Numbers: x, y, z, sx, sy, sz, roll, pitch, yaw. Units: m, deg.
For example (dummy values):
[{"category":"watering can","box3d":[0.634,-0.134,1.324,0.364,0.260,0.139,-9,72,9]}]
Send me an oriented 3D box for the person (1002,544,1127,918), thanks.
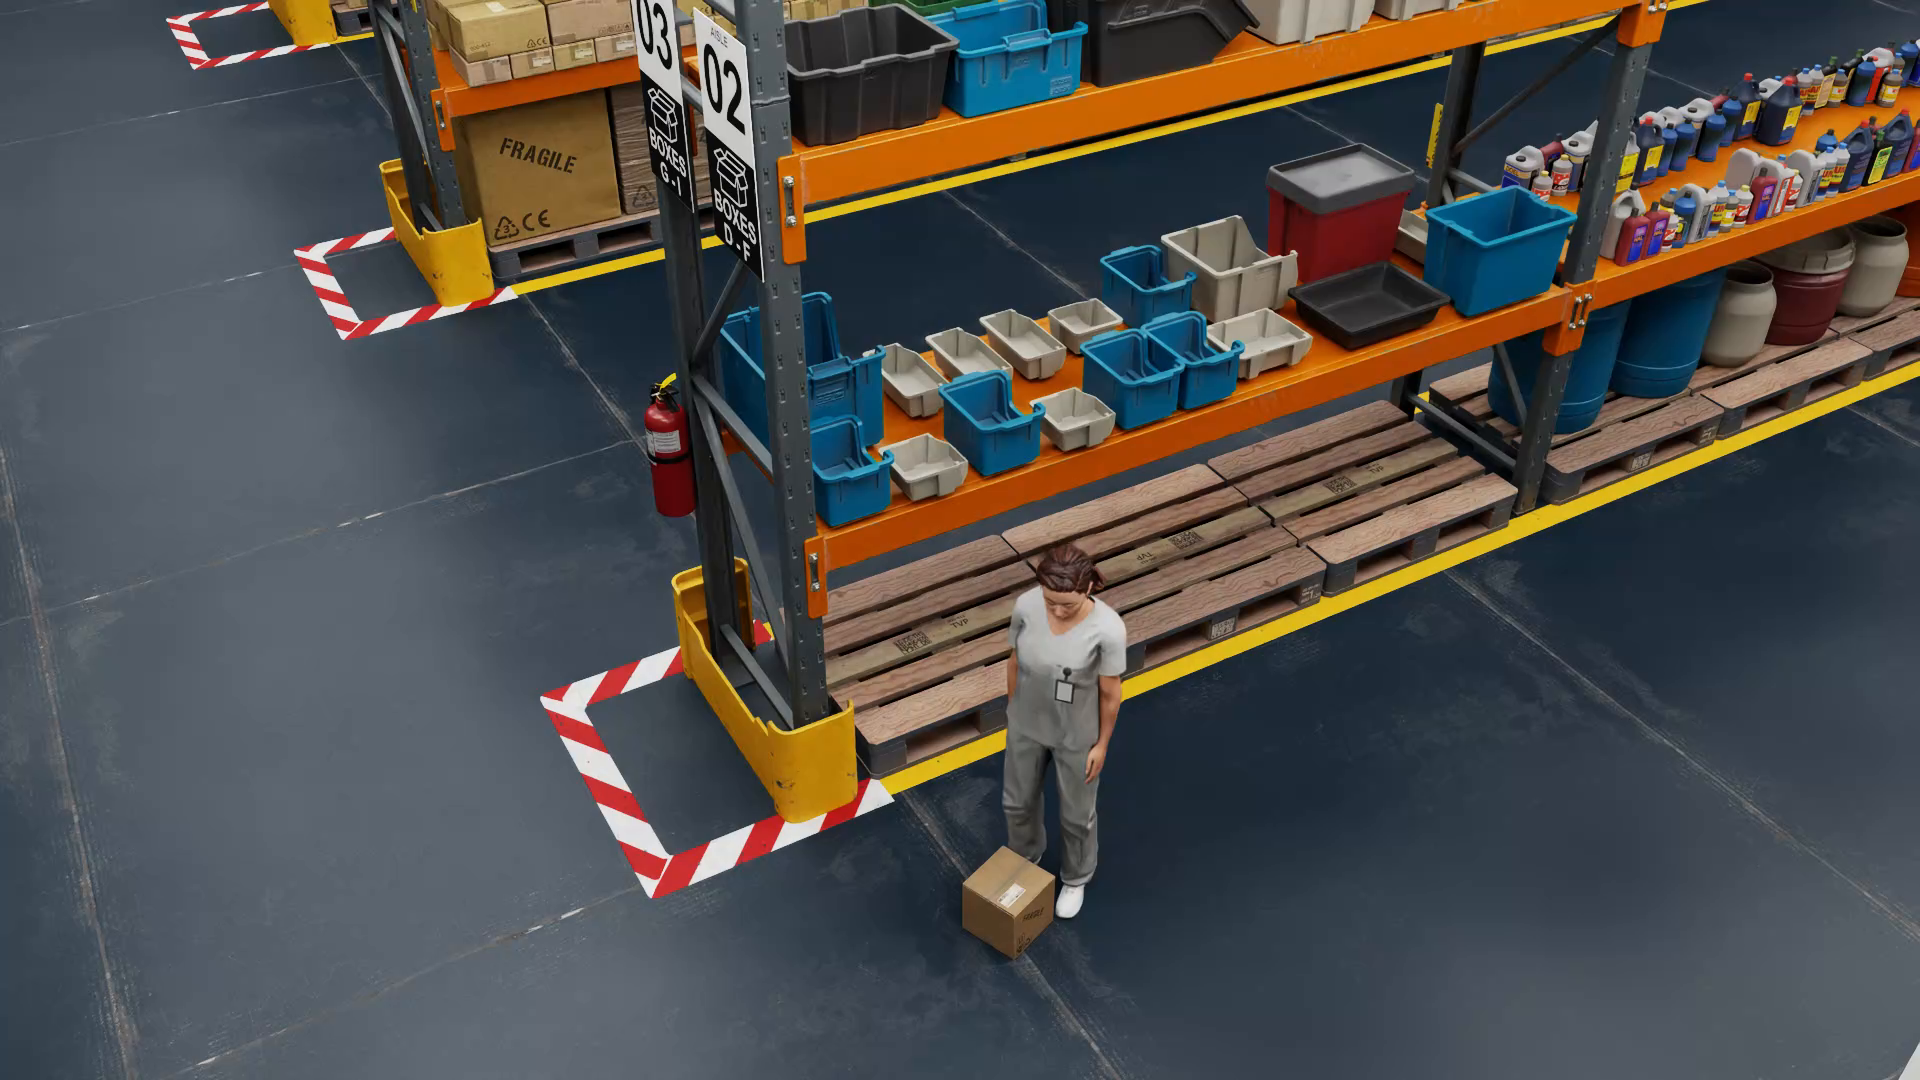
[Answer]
[{"category":"person","box3d":[0.369,0.679,6.037,0.444,1.671,0.358,15,40,19]}]
